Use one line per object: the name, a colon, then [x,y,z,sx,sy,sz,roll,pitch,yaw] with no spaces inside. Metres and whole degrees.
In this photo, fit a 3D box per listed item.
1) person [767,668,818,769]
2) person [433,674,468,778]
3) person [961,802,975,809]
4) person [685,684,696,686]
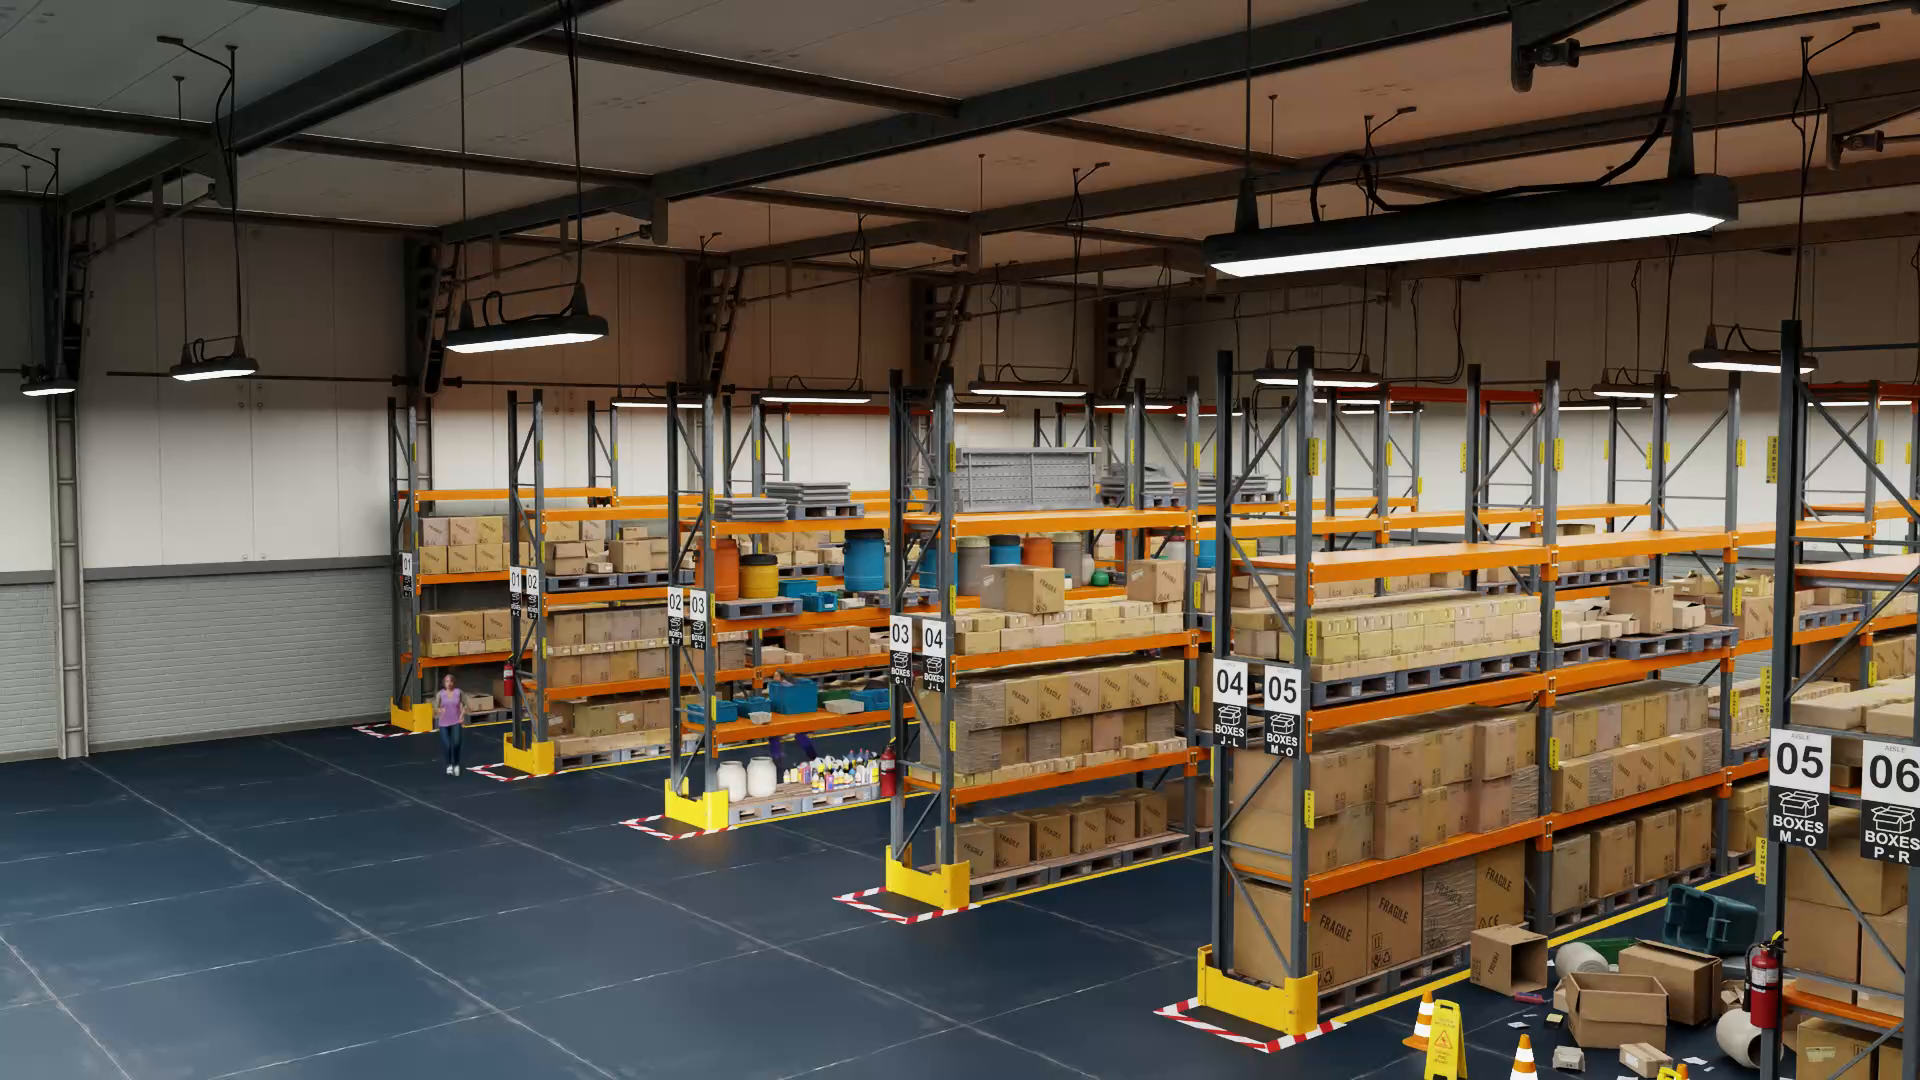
person: [-2.645,2.836,26.303,0.601,1.659,0.925,3,5,45]
person: [-7.849,2.872,25.644,0.515,1.599,0.620,-1,3,-16]
person: [-0.048,2.938,22.991,0.643,1.717,0.920,2,4,29]
person: [-5.066,2.489,30.849,0.658,1.733,0.579,2,4,35]
